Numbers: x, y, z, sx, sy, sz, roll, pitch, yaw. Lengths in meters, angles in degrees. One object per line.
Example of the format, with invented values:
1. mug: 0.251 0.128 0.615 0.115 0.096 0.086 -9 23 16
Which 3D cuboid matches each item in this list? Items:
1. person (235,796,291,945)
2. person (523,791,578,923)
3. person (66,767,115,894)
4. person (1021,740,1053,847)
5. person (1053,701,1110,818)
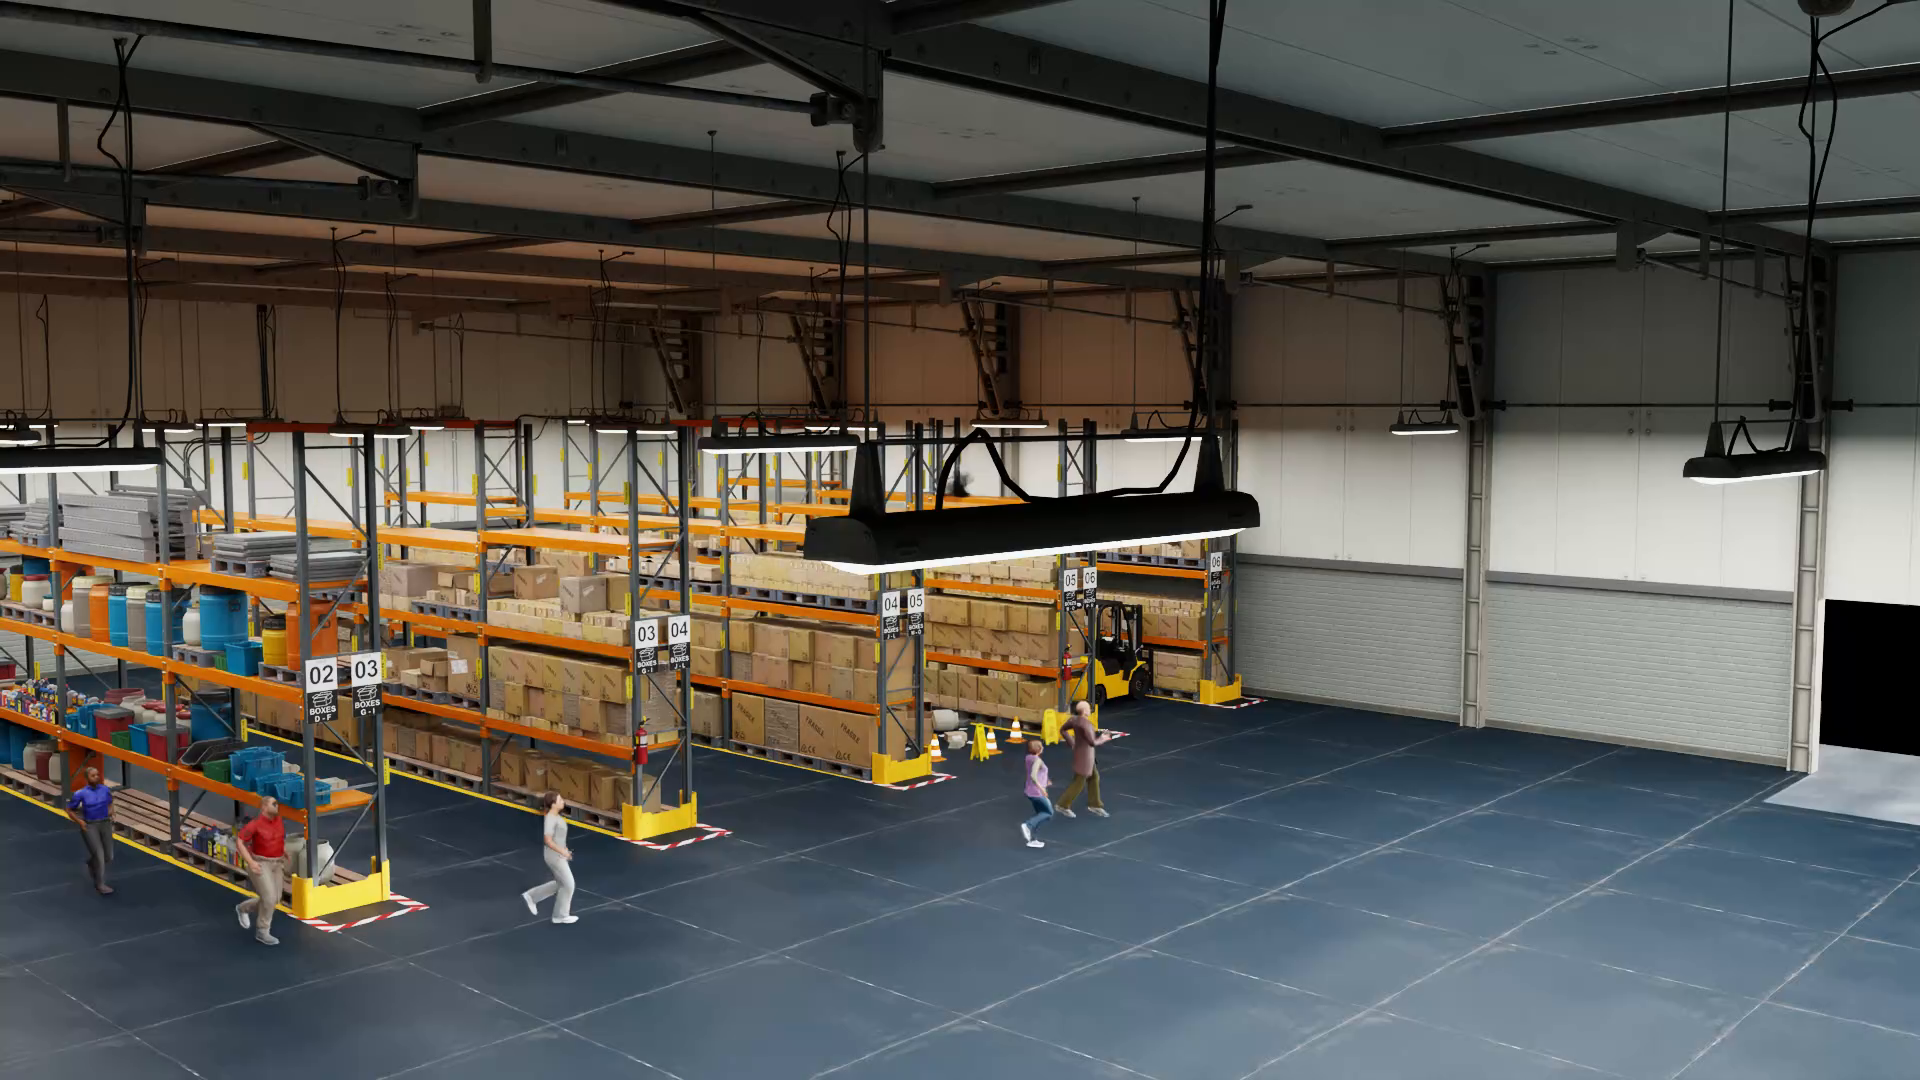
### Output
1. person: -8.299 3.894 19.798 0.726 1.688 0.701 1 5 17
2. person: -4.997 3.862 20.232 0.652 1.630 0.600 -1 5 -13
3. person: -11.277 3.755 21.634 0.739 1.613 0.584 3 6 35
4. person: 1.095 3.622 23.752 0.545 1.559 0.535 -2 5 -20
5. person: 1.862 3.360 25.307 0.929 1.832 0.677 -1 5 -11
